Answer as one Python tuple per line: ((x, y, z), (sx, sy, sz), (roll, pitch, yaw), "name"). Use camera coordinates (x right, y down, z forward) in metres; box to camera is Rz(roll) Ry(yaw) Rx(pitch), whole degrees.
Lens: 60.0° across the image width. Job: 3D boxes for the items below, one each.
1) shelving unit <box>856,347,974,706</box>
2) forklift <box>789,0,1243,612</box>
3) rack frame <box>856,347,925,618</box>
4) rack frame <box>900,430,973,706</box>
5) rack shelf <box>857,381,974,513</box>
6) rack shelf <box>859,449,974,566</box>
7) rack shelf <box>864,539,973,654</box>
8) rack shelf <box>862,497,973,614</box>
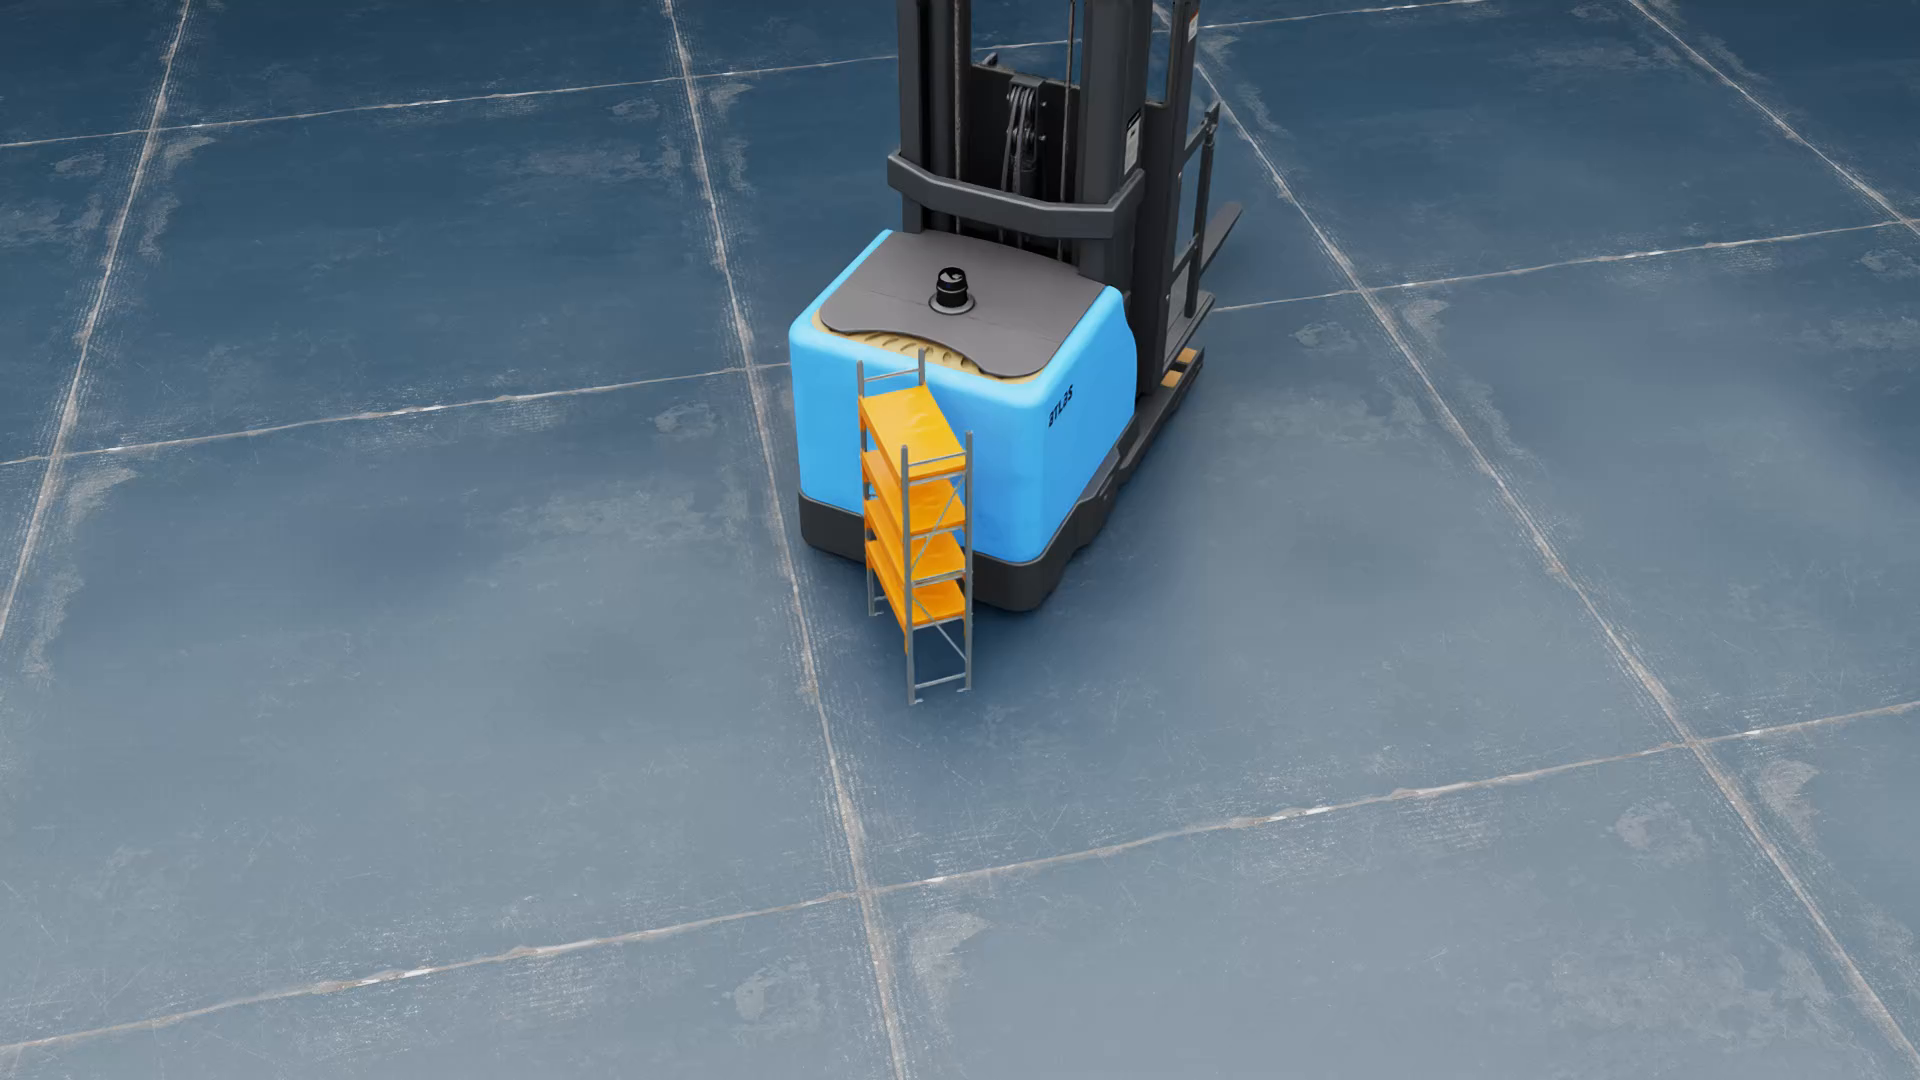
((-0.155, -0.026, 5.876), (0.258, 1.200, 0.503), (-13, 43, -14), "shelving unit")
((0.454, -1.802, 6.572), (1.130, 2.935, 3.031), (18, 45, 19), "forklift")
((-0.236, -0.179, 6.048), (0.240, 1.200, 0.015), (-13, 43, -14), "rack frame")
((-0.074, 0.127, 5.703), (0.240, 1.200, 0.015), (-13, 43, -14), "rack frame")
((-0.155, -0.320, 5.615), (0.258, 0.148, 0.480), (-13, 43, -14), "rack shelf")
((-0.155, -0.143, 5.772), (0.258, 0.148, 0.480), (-13, 43, -14), "rack shelf")
((-0.155, 0.173, 6.052), (0.258, 0.148, 0.480), (-13, 43, -14), "rack shelf")
((-0.155, 0.024, 5.920), (0.258, 0.148, 0.480), (-13, 43, -14), "rack shelf")
